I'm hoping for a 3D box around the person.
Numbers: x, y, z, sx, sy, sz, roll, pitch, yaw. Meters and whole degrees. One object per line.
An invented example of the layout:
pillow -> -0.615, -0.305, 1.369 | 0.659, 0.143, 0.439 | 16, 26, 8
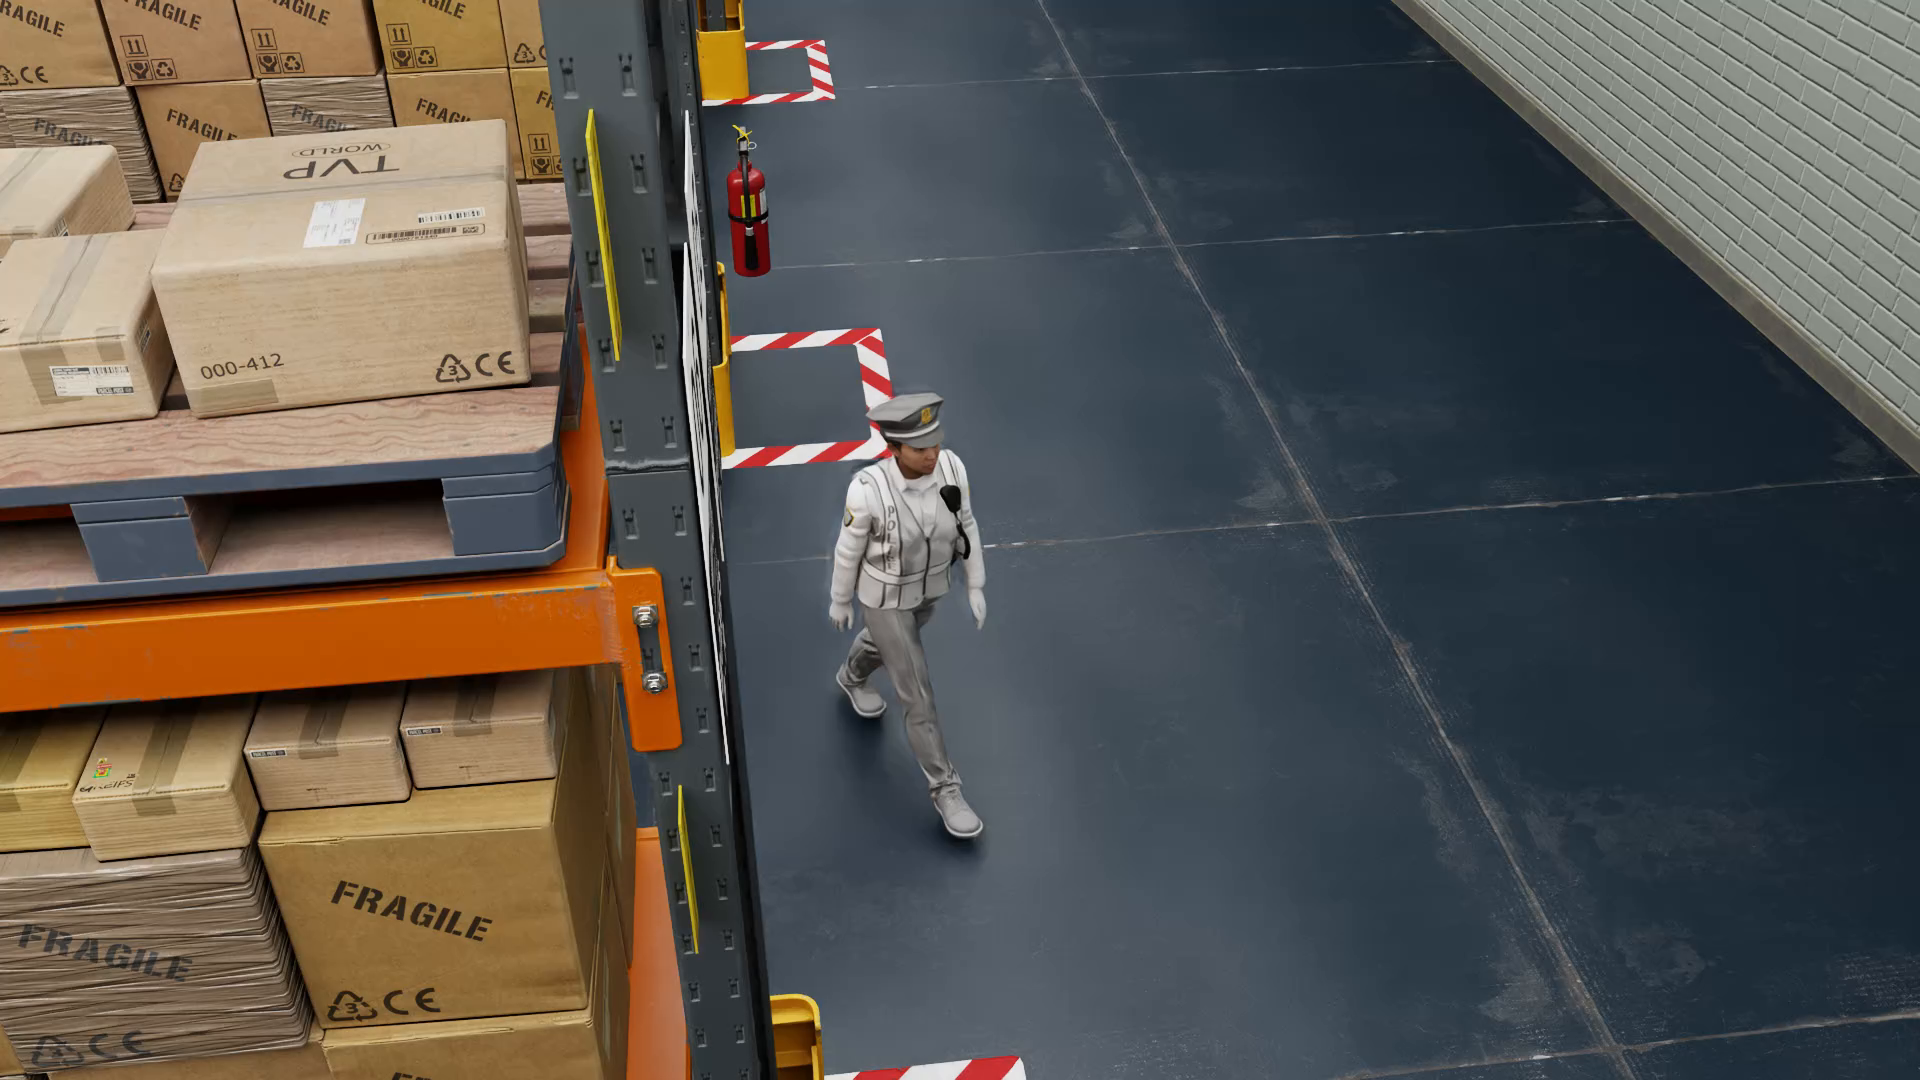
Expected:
person -> -0.163, 0.169, 5.891 | 0.509, 1.618, 1.023 | -24, 42, -30
